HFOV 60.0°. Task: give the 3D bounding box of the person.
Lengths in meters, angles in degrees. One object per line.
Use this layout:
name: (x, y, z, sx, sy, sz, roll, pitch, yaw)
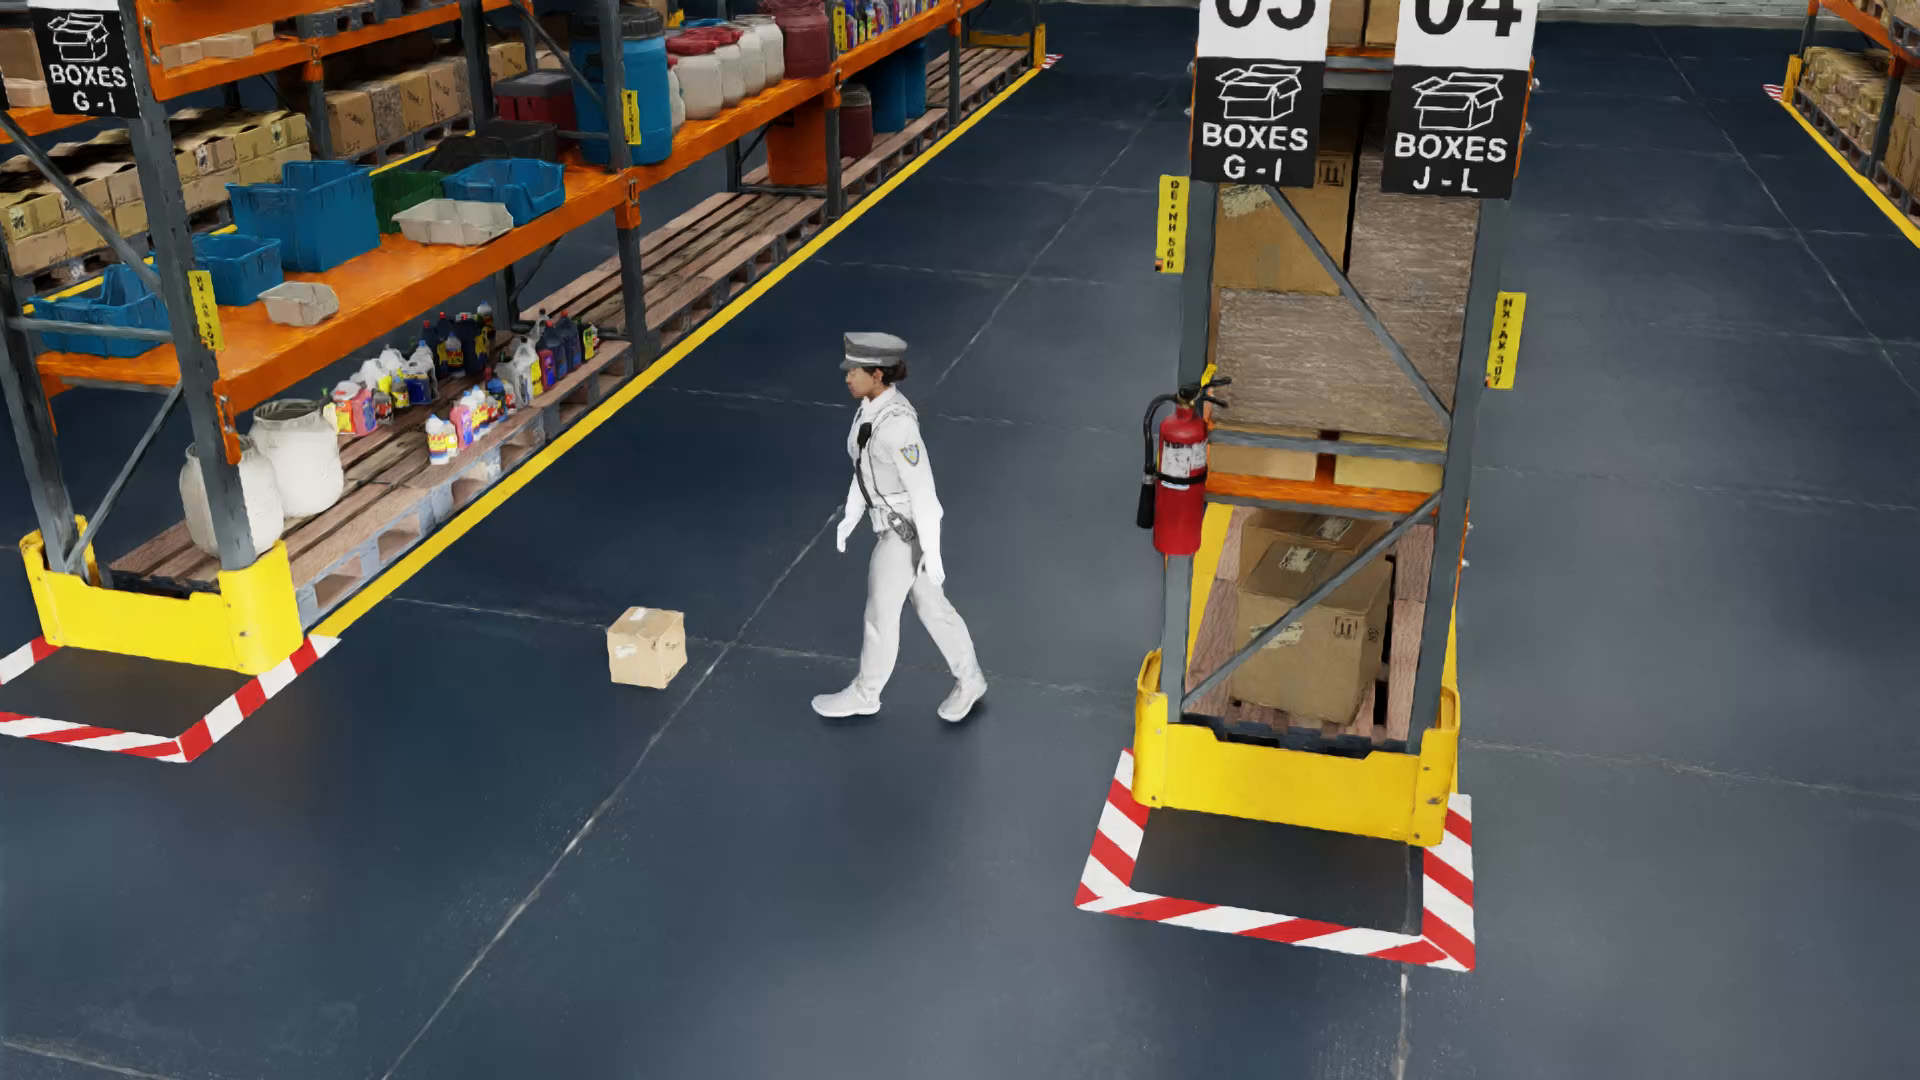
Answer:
person: (-0.248, -0.031, 6.644, 0.744, 1.640, 0.523, -3, 26, -6)
